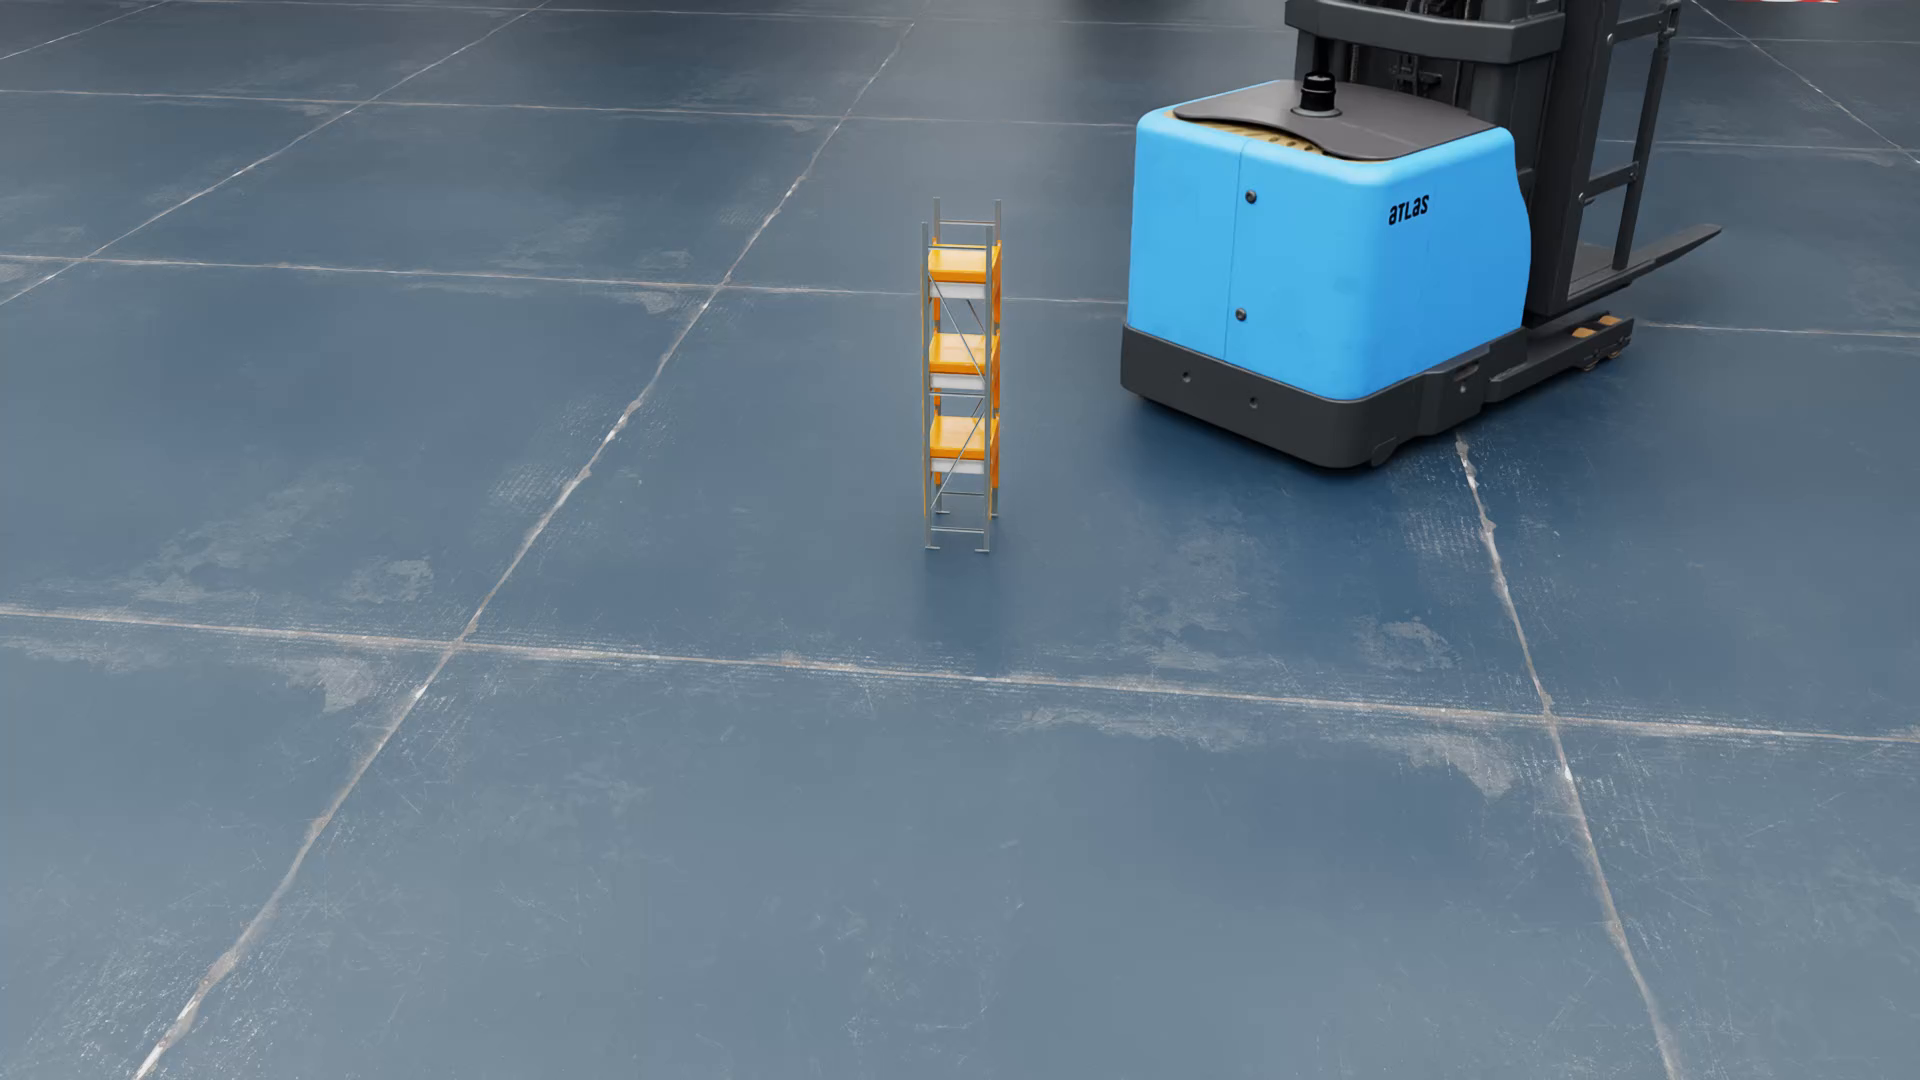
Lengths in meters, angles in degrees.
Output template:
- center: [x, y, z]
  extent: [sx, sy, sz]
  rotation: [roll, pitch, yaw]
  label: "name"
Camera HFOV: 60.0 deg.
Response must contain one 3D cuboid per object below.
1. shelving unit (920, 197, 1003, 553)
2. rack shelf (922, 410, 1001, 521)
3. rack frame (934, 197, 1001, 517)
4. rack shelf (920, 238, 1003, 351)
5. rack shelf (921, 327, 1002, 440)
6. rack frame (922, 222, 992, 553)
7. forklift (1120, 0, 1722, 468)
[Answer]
- center: [0.007, -0.487, 5.048]
  extent: [0.215, 1.050, 0.252]
  rotation: [3, 28, 6]
  label: "shelving unit"
- center: [0.007, -0.233, 5.185]
  extent: [0.215, 0.259, 0.240]
  rotation: [3, 28, 6]
  label: "rack shelf"
- center: [0.022, -0.545, 5.154]
  extent: [0.200, 1.050, 0.008]
  rotation: [3, 28, 6]
  label: "rack frame"
- center: [0.007, -0.728, 4.918]
  extent: [0.215, 0.259, 0.240]
  rotation: [3, 28, 6]
  label: "rack shelf"
- center: [0.007, -0.478, 5.053]
  extent: [0.215, 0.259, 0.240]
  rotation: [3, 28, 6]
  label: "rack shelf"
- center: [-0.008, -0.430, 4.941]
  extent: [0.200, 1.050, 0.008]
  rotation: [3, 28, 6]
  label: "rack frame"
- center: [2.024, -2.112, 6.079]
  extent: [3.031, 2.935, 1.130]
  rotation: [-23, 36, -36]
  label: "forklift"
